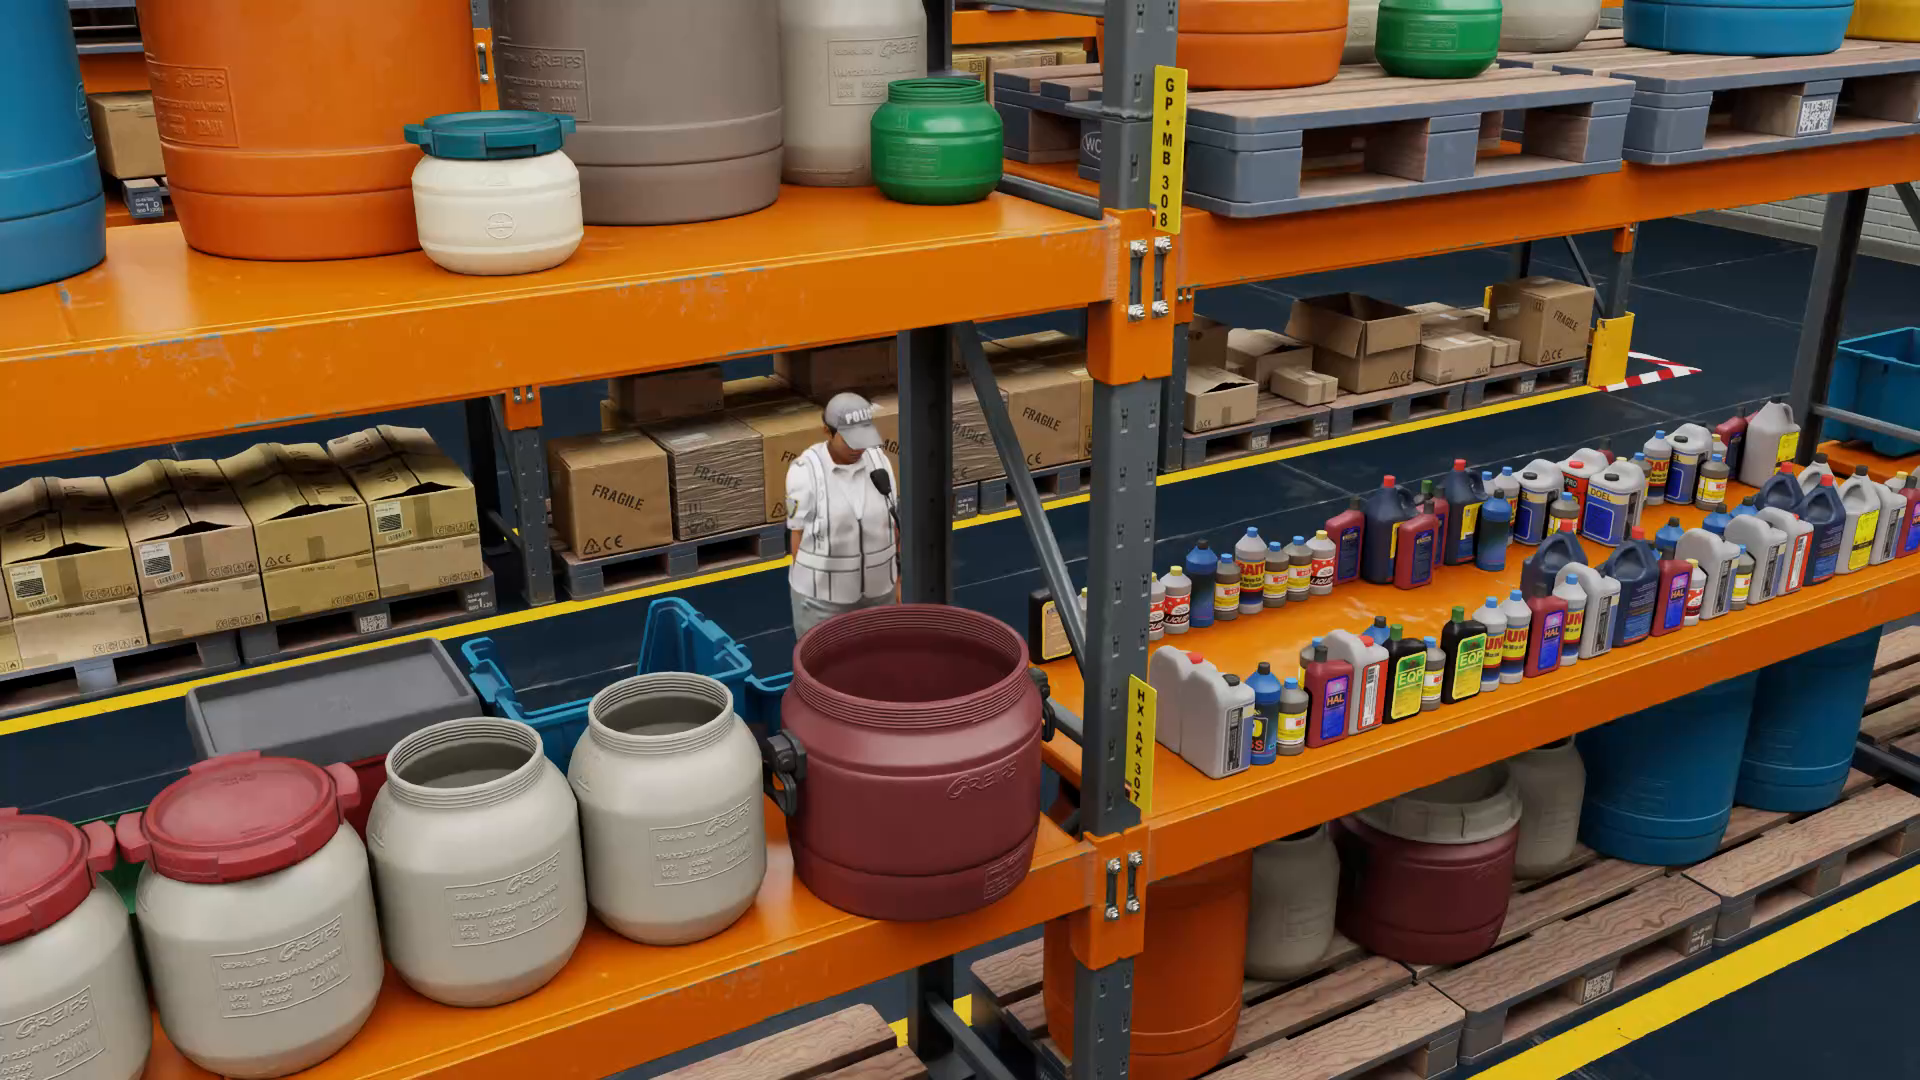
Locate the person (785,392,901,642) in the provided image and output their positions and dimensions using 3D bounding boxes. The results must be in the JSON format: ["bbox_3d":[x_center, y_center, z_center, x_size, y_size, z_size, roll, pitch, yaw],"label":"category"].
[{"bbox_3d":[-0.437,0.208,6.591,0.474,1.653,0.389,-12,25,-27],"label":"person"}]
